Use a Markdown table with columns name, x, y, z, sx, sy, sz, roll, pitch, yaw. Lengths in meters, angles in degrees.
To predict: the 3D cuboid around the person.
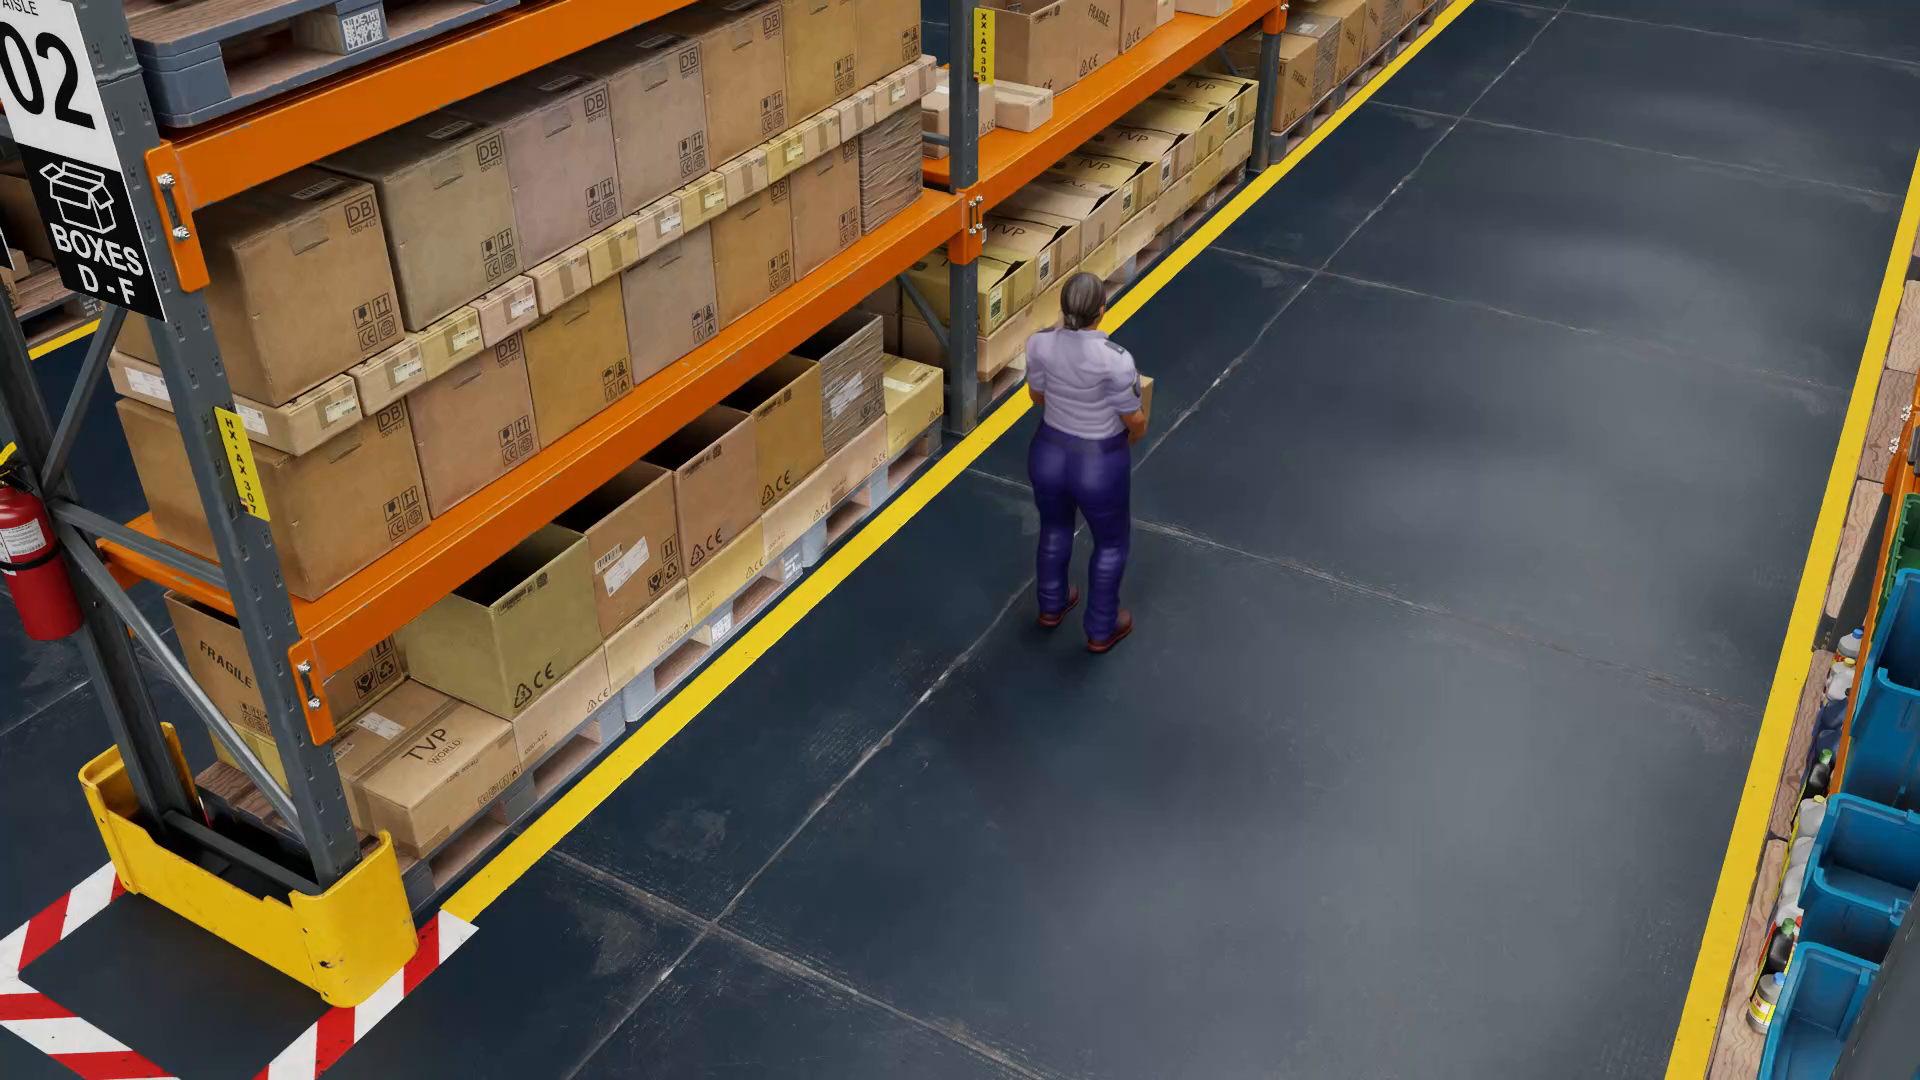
| name | x | y | z | sx | sy | sz | roll | pitch | yaw |
| --- | --- | --- | --- | --- | --- | --- | --- | --- | --- |
| person | 0.492 | -0.320 | 6.631 | 0.560 | 1.638 | 0.417 | 16 | 38 | 22 |
